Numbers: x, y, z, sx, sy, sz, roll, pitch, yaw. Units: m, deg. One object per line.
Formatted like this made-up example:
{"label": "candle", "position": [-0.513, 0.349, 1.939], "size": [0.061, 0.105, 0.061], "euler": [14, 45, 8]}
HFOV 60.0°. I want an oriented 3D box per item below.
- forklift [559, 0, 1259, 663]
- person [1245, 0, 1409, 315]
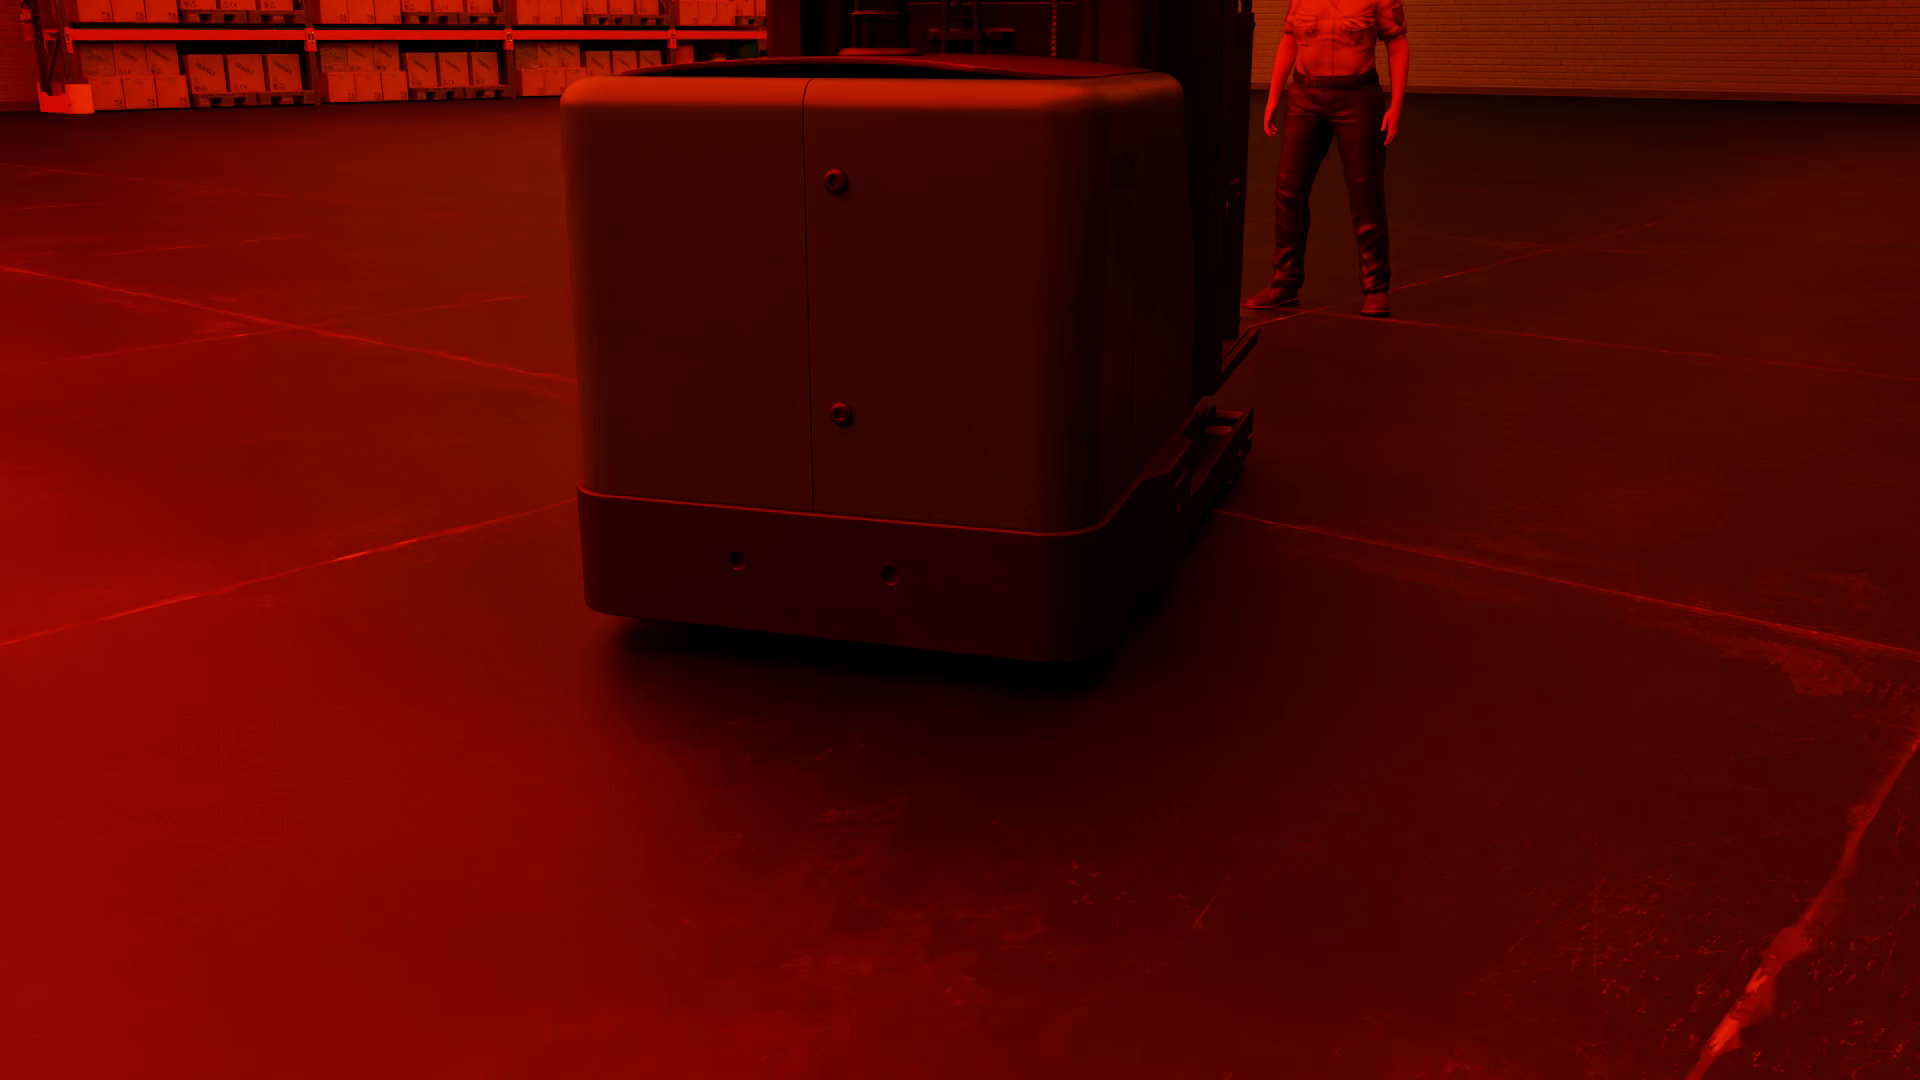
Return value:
{"label": "forklift", "position": [0.182, -1.571, 4.072], "size": [1.130, 2.935, 3.031], "euler": [5, 18, 17]}
{"label": "person", "position": [1.603, -1.803, 7.075], "size": [0.623, 1.644, 0.427], "euler": [9, 19, 27]}
